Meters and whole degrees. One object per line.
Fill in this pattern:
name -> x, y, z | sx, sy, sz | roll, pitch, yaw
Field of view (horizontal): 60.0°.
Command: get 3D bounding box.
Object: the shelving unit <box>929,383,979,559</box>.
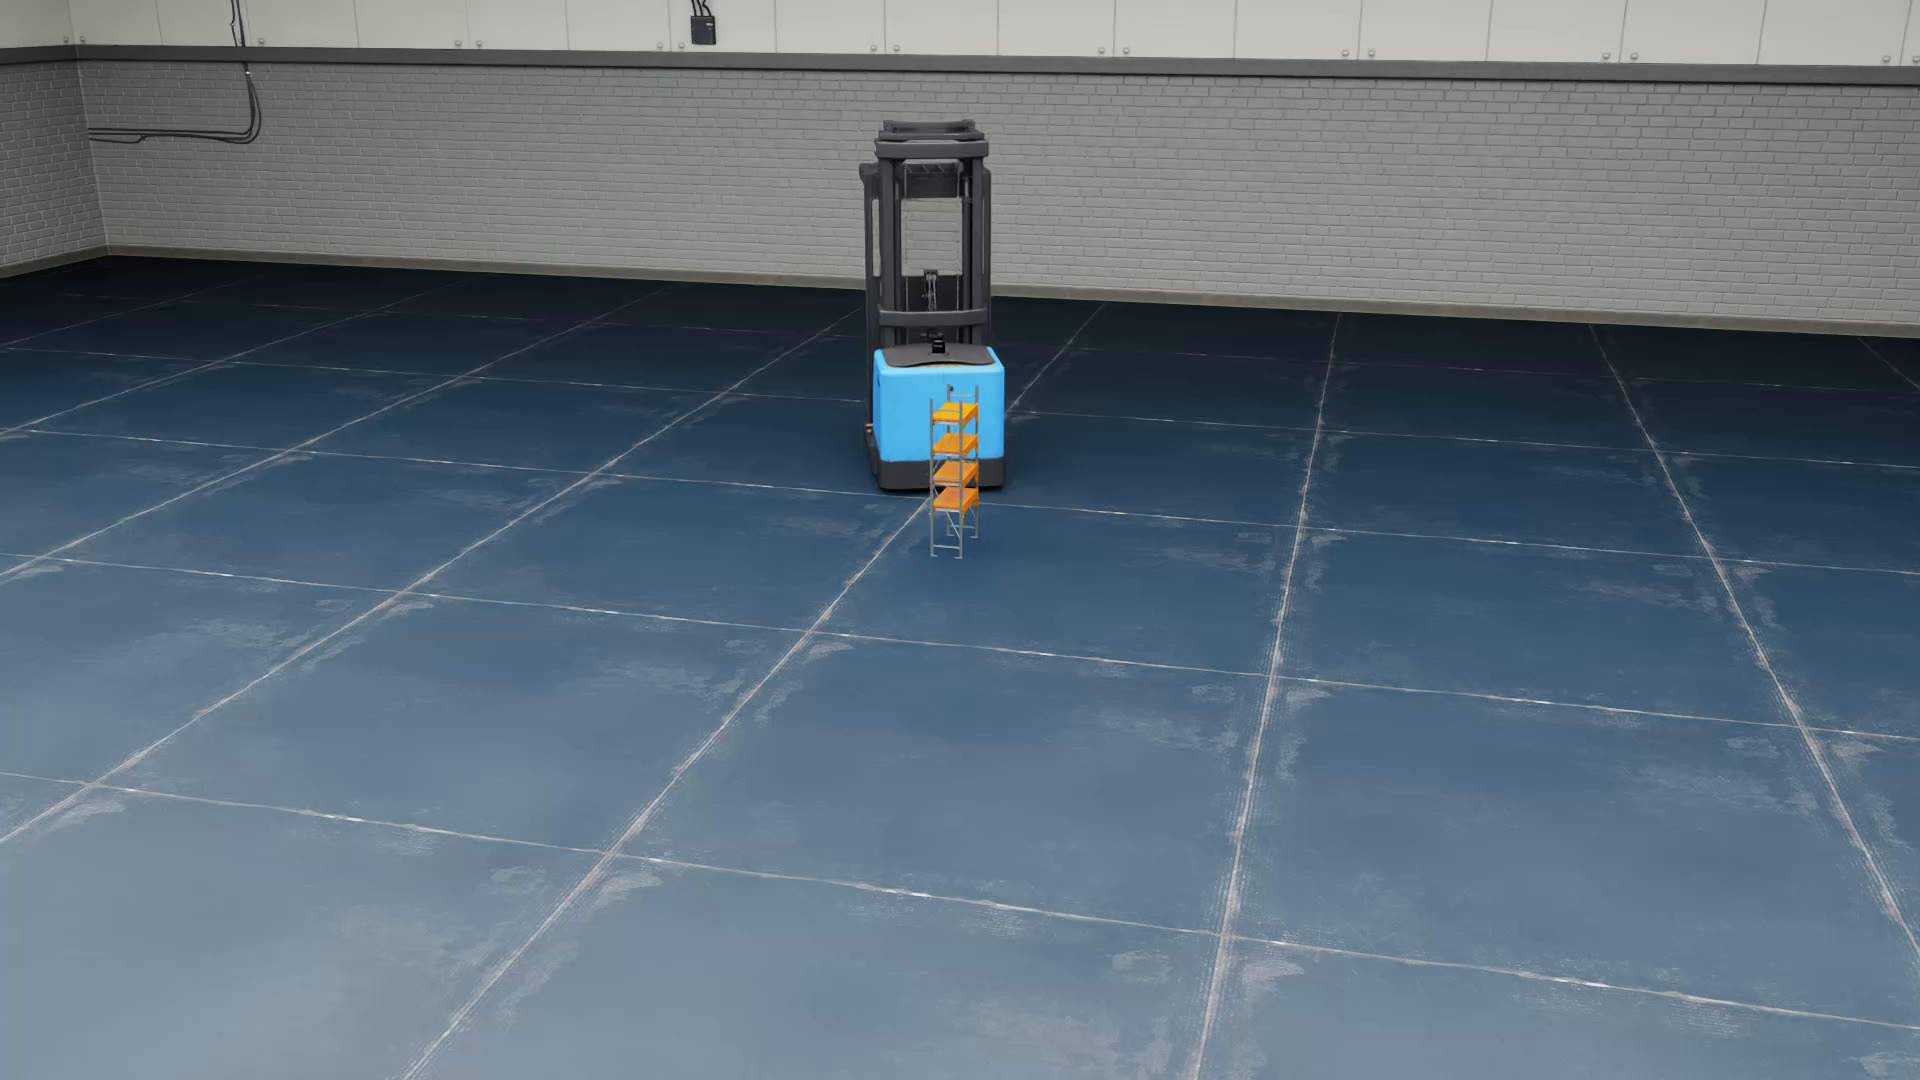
shelving unit -> -0.040, -0.516, 12.342 | 0.258, 1.200, 0.503 | 5, 19, 13

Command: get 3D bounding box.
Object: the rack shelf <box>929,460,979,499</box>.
rack shelf -> -0.040, -0.452, 12.363 | 0.258, 0.148, 0.480 | 5, 19, 13

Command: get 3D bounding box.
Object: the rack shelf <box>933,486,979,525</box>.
rack shelf -> -0.040, -0.264, 12.428 | 0.258, 0.148, 0.480 | 5, 19, 13

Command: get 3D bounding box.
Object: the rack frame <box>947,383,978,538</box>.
rack frame -> 0.019, -0.592, 12.566 | 0.240, 1.200, 0.015 | 5, 19, 13

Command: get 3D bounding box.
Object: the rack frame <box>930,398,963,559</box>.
rack frame -> -0.100, -0.439, 12.118 | 0.240, 1.200, 0.015 | 5, 19, 13

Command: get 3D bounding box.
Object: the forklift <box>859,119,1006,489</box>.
forklift -> -0.305, -2.237, 14.702 | 1.130, 2.935, 3.031 | -2, 19, -6

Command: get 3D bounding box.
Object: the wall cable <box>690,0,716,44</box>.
wall cable -> -2.443, -9.361, 20.911 | 2.305, 6.003, 0.169 | 5, 19, 13

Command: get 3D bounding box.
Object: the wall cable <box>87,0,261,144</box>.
wall cable -> -11.645, -7.037, 24.172 | 3.097, 2.526, 0.112 | 5, 19, 13

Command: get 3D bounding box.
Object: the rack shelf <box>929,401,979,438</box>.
rack shelf -> -0.040, -0.888, 12.215 | 0.258, 0.148, 0.480 | 5, 19, 13

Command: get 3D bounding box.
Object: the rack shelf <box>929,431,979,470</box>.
rack shelf -> -0.040, -0.664, 12.291 | 0.258, 0.148, 0.480 | 5, 19, 13
